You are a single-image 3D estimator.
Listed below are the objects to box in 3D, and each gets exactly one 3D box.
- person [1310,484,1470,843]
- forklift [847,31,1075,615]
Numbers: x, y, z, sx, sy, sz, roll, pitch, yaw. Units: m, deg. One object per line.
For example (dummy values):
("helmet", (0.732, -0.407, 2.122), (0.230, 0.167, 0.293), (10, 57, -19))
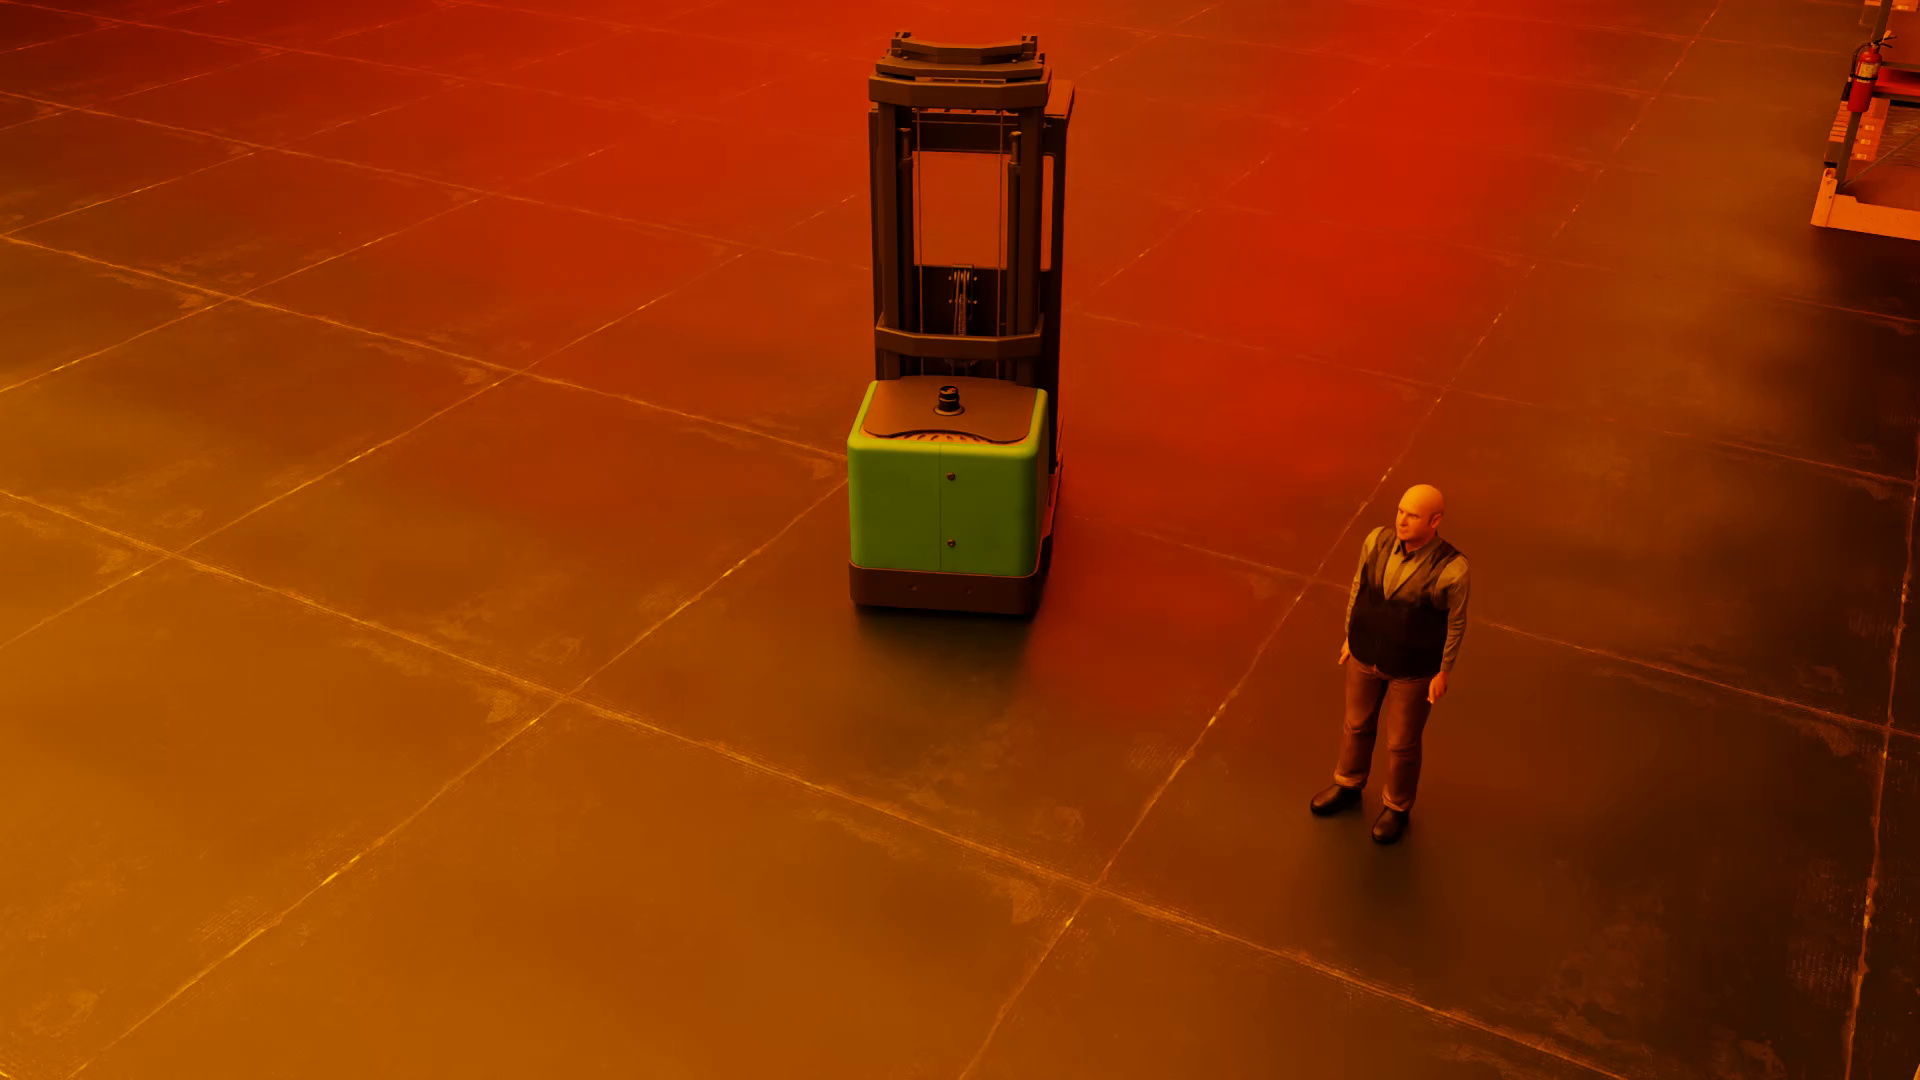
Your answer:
("person", (1.917, 0.537, 7.350), (0.532, 1.725, 0.361), (25, 39, 37))
("forklift", (0.072, -1.572, 9.794), (1.130, 2.935, 3.031), (3, 30, 6))
